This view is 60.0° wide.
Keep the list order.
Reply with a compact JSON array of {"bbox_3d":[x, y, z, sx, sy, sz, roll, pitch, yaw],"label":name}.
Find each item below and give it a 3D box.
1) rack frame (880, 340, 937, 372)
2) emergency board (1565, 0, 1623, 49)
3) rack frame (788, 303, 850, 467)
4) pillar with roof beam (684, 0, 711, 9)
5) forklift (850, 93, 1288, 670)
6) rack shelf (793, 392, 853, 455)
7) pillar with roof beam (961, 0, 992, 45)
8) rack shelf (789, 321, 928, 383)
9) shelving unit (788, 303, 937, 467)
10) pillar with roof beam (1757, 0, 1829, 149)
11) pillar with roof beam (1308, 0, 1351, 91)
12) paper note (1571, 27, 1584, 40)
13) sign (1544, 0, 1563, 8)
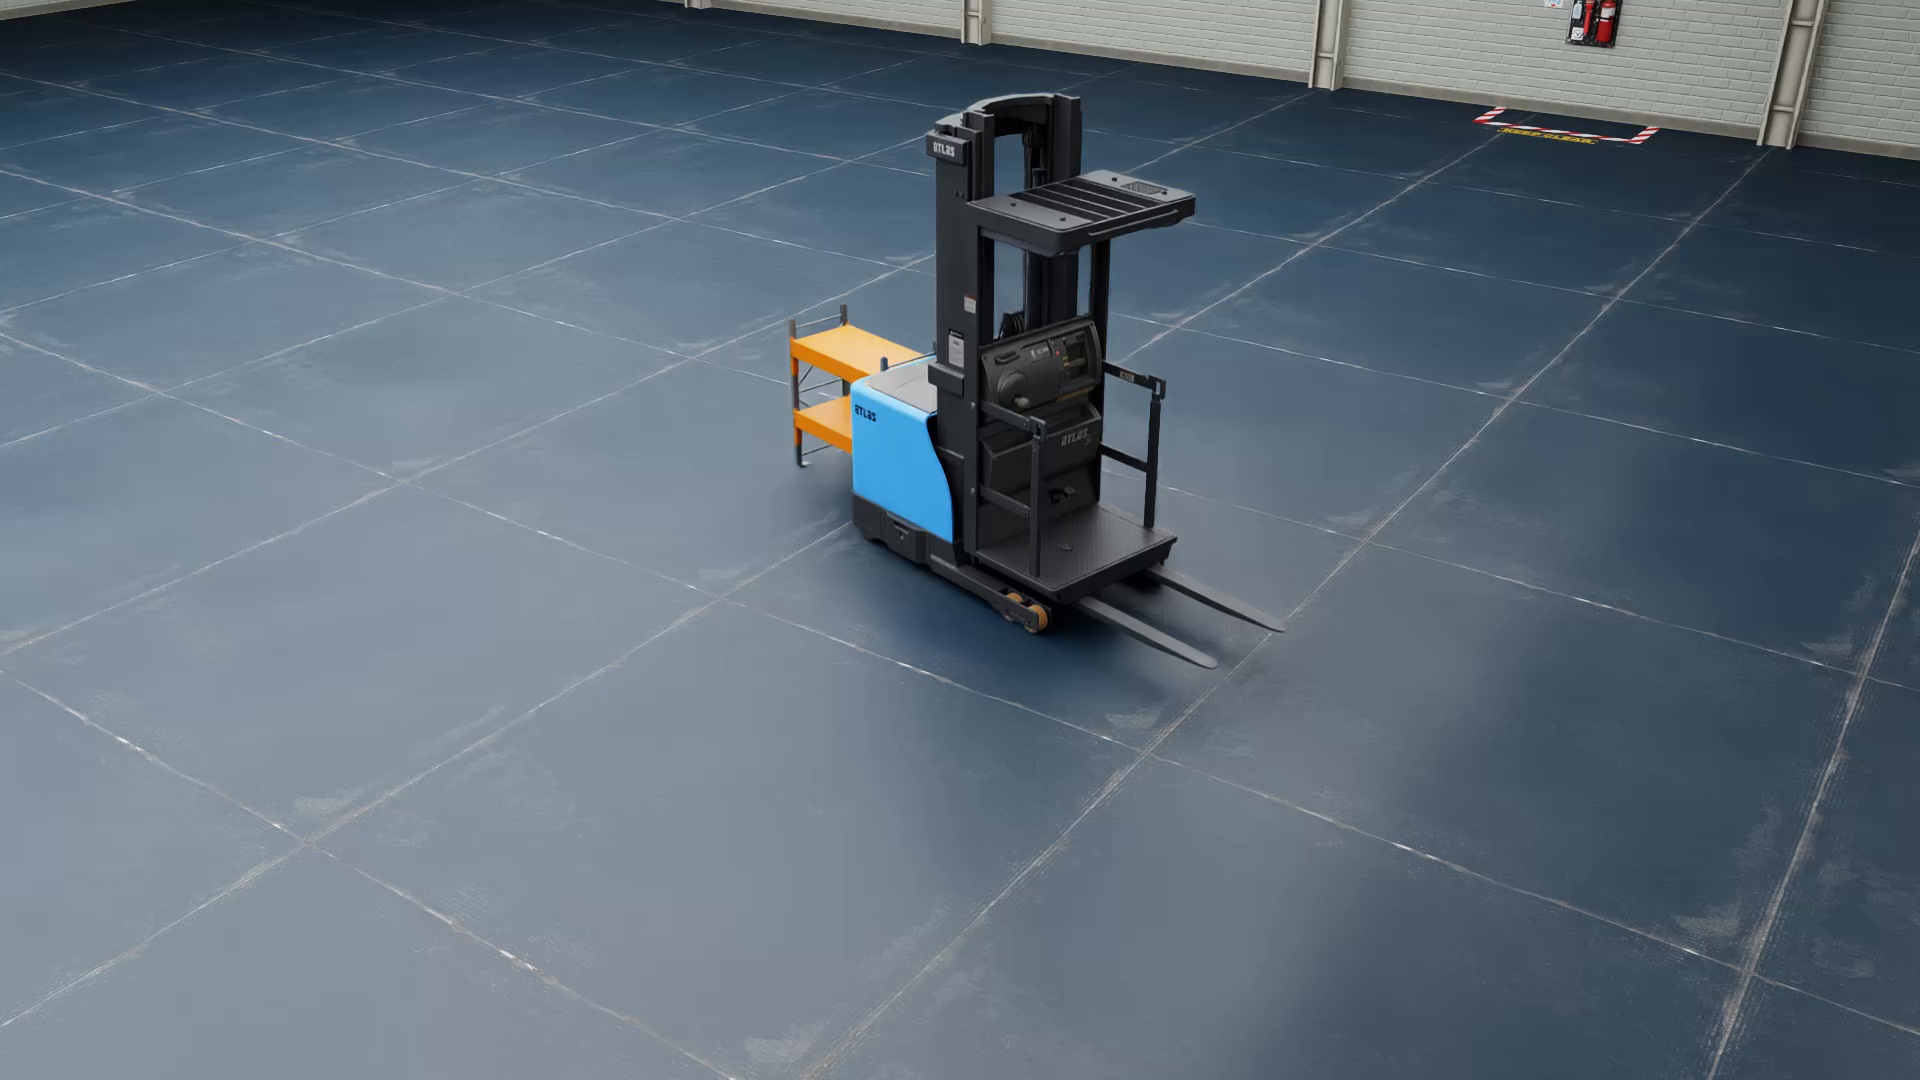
[{"bbox_3d":[-0.327,-0.765,11.288,0.500,1.125,0.032,-22,34,-36],"label":"rack frame"},{"bbox_3d":[8.142,-6.907,21.289,0.643,1.169,0.194,17,32,30],"label":"emergency board"},{"bbox_3d":[-1.002,-1.110,11.966,0.500,1.125,0.032,-22,34,-36],"label":"rack frame"},{"bbox_3d":[-7.117,-11.945,24.574,0.400,9.000,9.100,17,32,30],"label":"pillar with roof beam"},{"bbox_3d":[0.633,-1.012,9.781,1.130,2.935,3.031,-22,34,-36],"label":"forklift"},{"bbox_3d":[-0.664,-0.720,11.738,0.538,0.278,1.000,-22,34,-36],"label":"rack shelf"},{"bbox_3d":[-2.172,-10.404,21.546,0.400,9.000,9.100,17,32,30],"label":"pillar with roof beam"},{"bbox_3d":[-0.664,-1.199,11.494,0.538,0.278,1.000,-22,34,-36],"label":"rack shelf"},{"bbox_3d":[-0.664,-0.938,11.627,0.538,1.125,1.048,-22,34,-36],"label":"shelving unit"},{"bbox_3d":[7.720,-7.322,15.491,0.400,9.000,9.100,17,32,30],"label":"pillar with roof beam"},{"bbox_3d":[2.774,-8.863,18.518,0.400,9.000,9.100,17,32,30],"label":"pillar with roof beam"},{"bbox_3d":[8.035,-6.586,21.629,0.142,0.148,0.016,17,32,30],"label":"paper note"},{"bbox_3d":[7.745,-7.104,21.636,0.234,0.329,0.001,17,32,30],"label":"sign"}]
